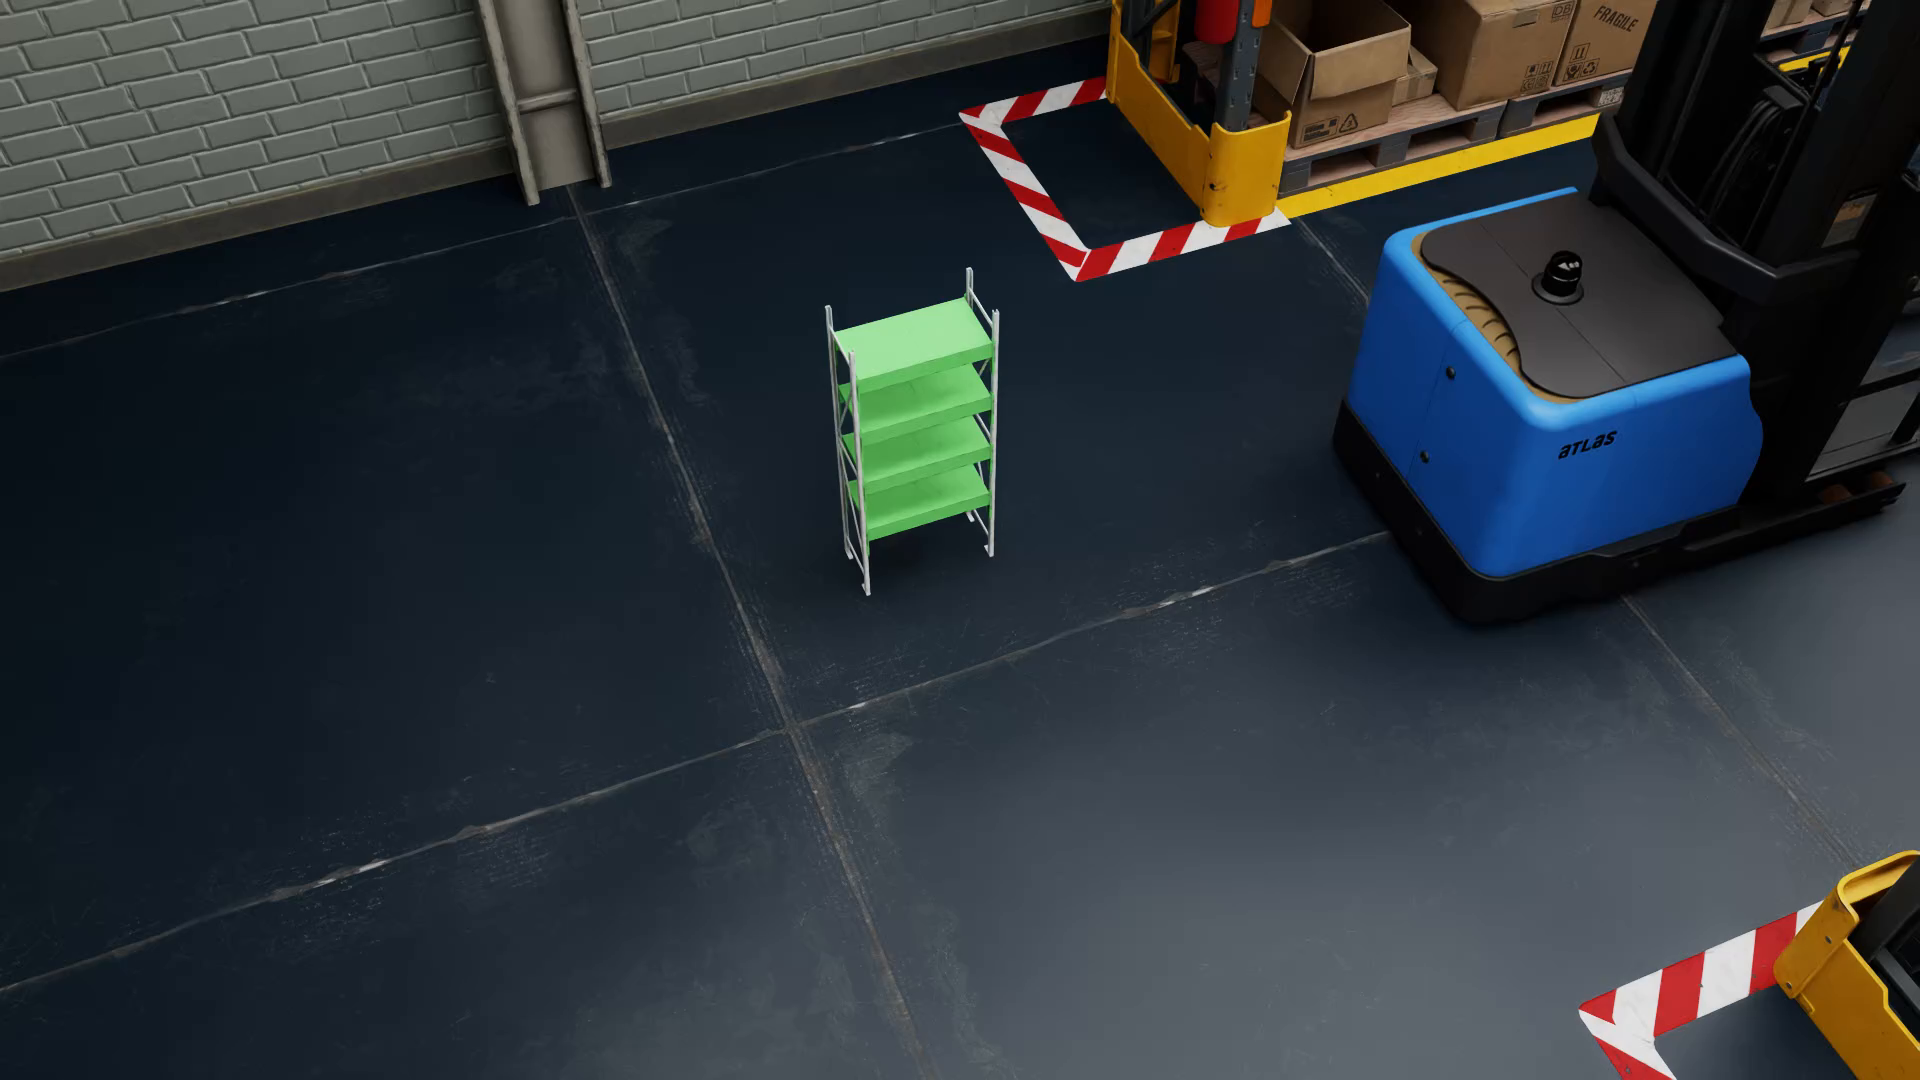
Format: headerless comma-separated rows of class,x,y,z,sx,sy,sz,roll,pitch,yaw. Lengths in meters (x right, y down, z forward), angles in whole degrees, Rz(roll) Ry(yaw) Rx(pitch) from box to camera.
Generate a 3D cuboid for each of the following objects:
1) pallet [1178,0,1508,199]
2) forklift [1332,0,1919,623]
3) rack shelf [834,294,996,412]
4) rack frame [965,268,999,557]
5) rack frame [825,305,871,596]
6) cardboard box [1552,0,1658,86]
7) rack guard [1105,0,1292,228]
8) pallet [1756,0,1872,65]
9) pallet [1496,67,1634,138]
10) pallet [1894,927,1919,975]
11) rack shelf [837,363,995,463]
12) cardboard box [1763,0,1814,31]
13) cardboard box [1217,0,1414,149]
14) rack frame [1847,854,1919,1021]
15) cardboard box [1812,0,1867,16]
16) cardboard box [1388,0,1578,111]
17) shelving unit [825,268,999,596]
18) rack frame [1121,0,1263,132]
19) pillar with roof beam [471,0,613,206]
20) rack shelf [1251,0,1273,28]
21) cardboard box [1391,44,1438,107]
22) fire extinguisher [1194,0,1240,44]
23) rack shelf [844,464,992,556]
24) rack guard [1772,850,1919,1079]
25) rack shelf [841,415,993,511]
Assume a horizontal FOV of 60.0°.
pallet,1.807,-2.142,7.951,1.213,0.211,1.003,-17,52,-14
forklift,3.023,-1.366,5.491,3.031,2.935,1.130,-16,51,-13
rack shelf,-0.153,-0.614,5.438,0.480,0.148,0.258,-17,52,-14
rack frame,0.073,-0.413,5.814,0.015,1.200,0.240,-17,52,-14
rack frame,-0.379,-0.273,5.694,0.015,1.200,0.240,-17,52,-14
cardboard box,2.934,-2.530,7.817,0.500,0.500,0.500,-16,51,-14
rack guard,1.069,-2.007,7.644,0.348,0.500,1.175,-17,52,-14
pallet,4.066,-2.842,8.552,1.213,0.211,1.003,-17,52,-14
pallet,2.934,-2.489,8.249,1.213,0.211,1.003,-17,52,-14
pallet,3.590,1.309,4.986,1.213,0.211,1.003,-17,52,-14
rack shelf,-0.153,-0.458,5.620,0.480,0.148,0.258,-17,52,-14
cardboard box,3.967,-2.725,8.138,0.258,0.266,0.396,-16,51,-13
cardboard box,1.601,-2.232,7.558,0.637,0.503,0.797,-19,52,-16
rack frame,2.879,0.685,3.684,0.127,3.000,1.000,-17,52,-14
cardboard box,4.297,-2.789,8.270,0.250,0.149,0.380,-19,52,-15
cardboard box,2.407,-2.449,7.747,0.500,0.500,0.700,-15,51,-13
shelving unit,-0.153,-0.343,5.754,0.503,1.200,0.258,-17,52,-14
rack frame,0.999,-2.800,6.677,0.127,3.000,1.000,-17,52,-14
pillar with roof beam,-0.210,-1.590,1.684,0.400,9.000,9.100,-17,52,-14
rack shelf,2.850,-3.139,7.443,4.000,0.370,1.077,-17,52,-14
cardboard box,2.009,-2.211,7.774,0.250,0.149,0.380,-19,52,-16
fire extinguisher,1.037,-2.286,6.533,0.183,0.674,0.296,-17,52,-14
rack shelf,-0.153,-0.145,5.985,0.480,0.148,0.258,-17,52,-14
rack guard,2.857,1.506,4.627,0.348,0.500,1.175,-17,52,-14
rack shelf,-0.153,-0.302,5.802,0.480,0.148,0.258,-17,52,-14
